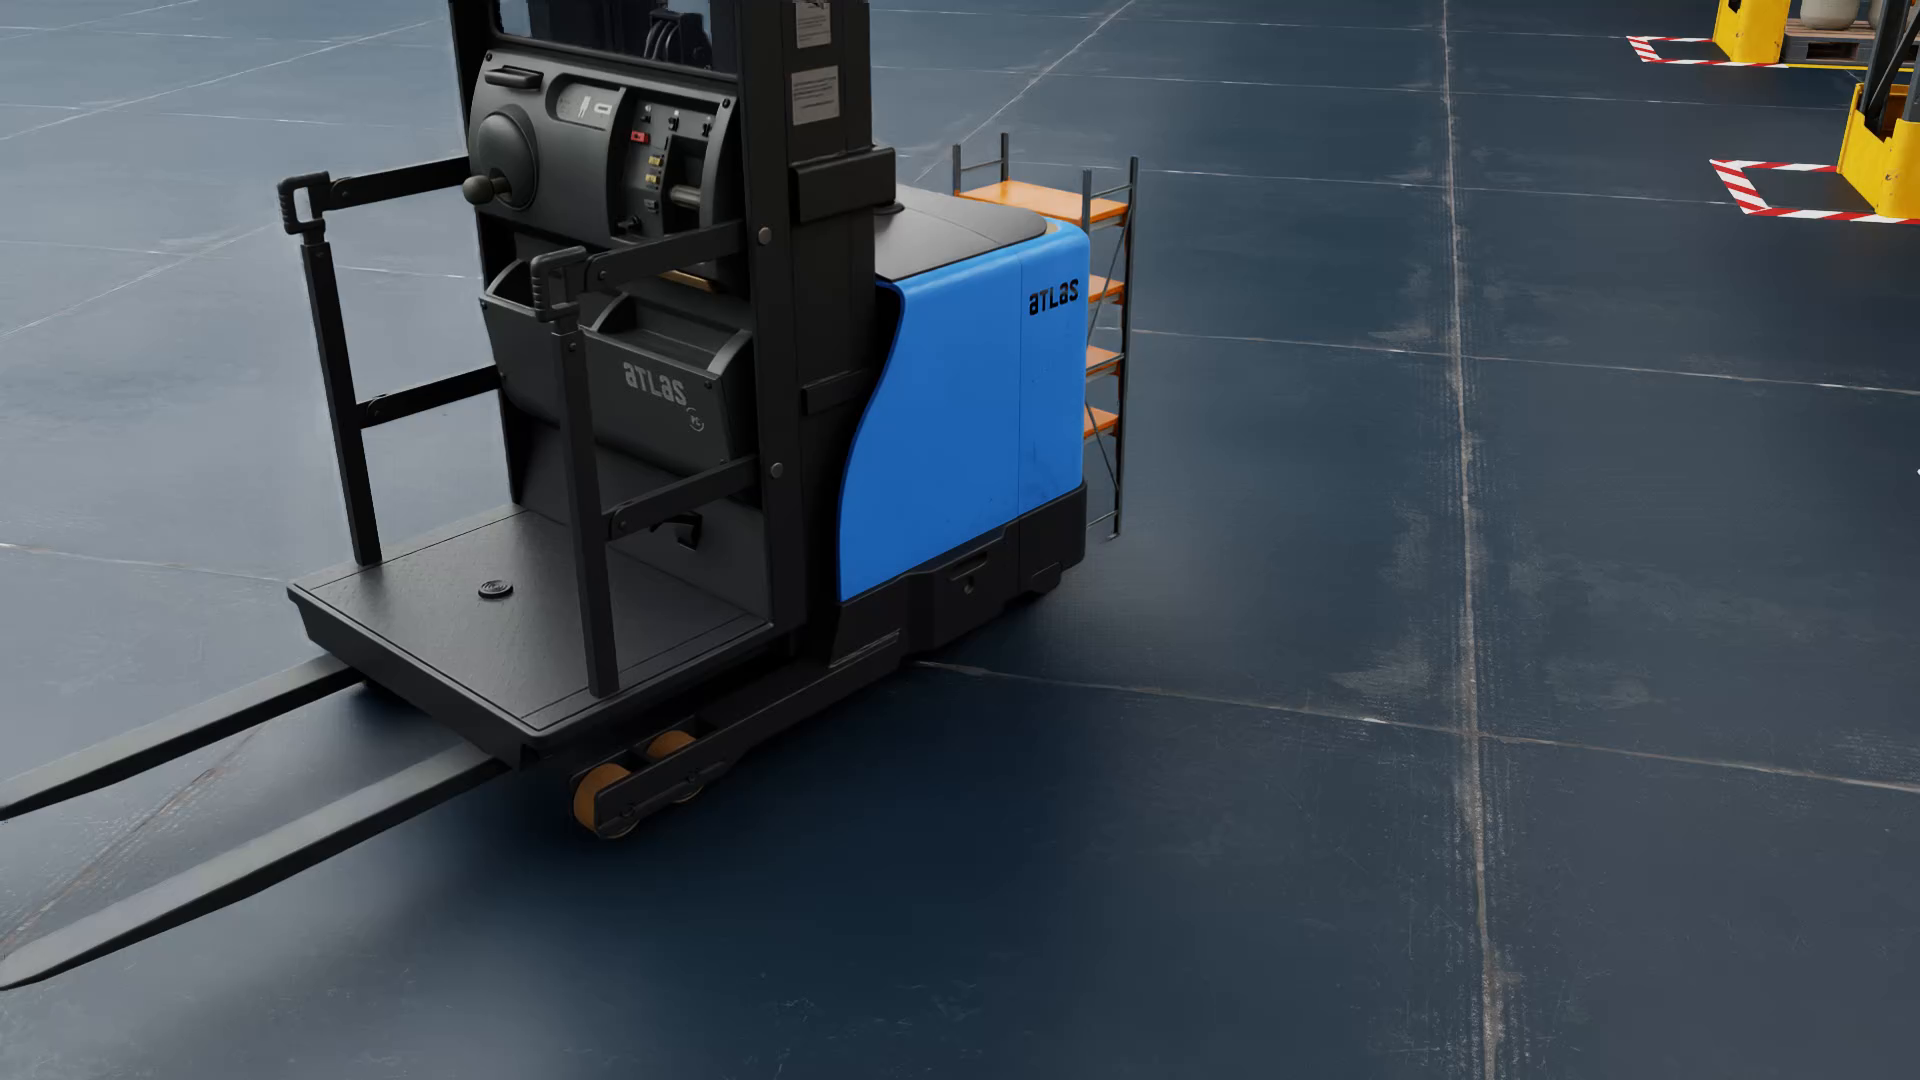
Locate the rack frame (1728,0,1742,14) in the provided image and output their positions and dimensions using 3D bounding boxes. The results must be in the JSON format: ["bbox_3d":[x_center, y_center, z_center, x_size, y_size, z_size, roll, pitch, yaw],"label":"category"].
[{"bbox_3d":[6.377,-5.369,13.037,0.127,3.000,1.000,6,26,13],"label":"rack frame"}]

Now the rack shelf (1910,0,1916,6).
[{"bbox_3d":[7.081,-2.768,8.411,4.000,0.370,1.077,6,26,13],"label":"rack shelf"}]

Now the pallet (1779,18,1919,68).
[{"bbox_3d":[7.248,-4.032,13.473,1.213,0.211,1.003,6,26,13],"label":"pallet"}]

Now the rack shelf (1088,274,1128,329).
[{"bbox_3d":[0.245,-0.733,5.030,0.480,0.148,0.258,21,33,37],"label":"rack shelf"}]

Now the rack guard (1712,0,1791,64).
[{"bbox_3d":[6.463,-4.252,13.598,0.348,0.500,1.175,6,26,13],"label":"rack guard"}]

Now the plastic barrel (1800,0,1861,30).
[{"bbox_3d":[7.034,-4.396,13.400,0.421,0.512,0.421,0,25,0],"label":"plastic barrel"}]

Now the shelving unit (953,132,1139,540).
[{"bbox_3d":[0.245,-0.592,5.097,0.503,1.200,0.258,21,33,37],"label":"shelving unit"}]

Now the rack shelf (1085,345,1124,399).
[{"bbox_3d":[0.245,-0.531,5.126,0.480,0.148,0.258,21,33,37],"label":"rack shelf"}]

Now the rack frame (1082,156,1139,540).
[{"bbox_3d":[0.426,-0.522,4.950,0.015,1.200,0.240,21,33,37],"label":"rack frame"}]

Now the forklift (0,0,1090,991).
[{"bbox_3d":[-0.983,-0.886,3.701,1.130,2.935,3.031,21,33,37],"label":"forklift"}]

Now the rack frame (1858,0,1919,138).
[{"bbox_3d":[5.144,-3.307,8.706,0.127,3.000,1.000,6,26,13],"label":"rack frame"}]

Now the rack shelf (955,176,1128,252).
[{"bbox_3d":[0.245,-0.947,4.928,0.480,0.148,0.258,21,33,37],"label":"rack shelf"}]

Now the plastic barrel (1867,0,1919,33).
[{"bbox_3d":[7.519,-4.343,13.288,0.421,0.512,0.421,0,25,0],"label":"plastic barrel"}]

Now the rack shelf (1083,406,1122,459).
[{"bbox_3d":[0.244,-0.352,5.211,0.480,0.148,0.258,21,33,37],"label":"rack shelf"}]

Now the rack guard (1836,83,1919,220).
[{"bbox_3d":[5.217,-2.170,9.226,0.348,0.500,1.175,6,26,13],"label":"rack guard"}]

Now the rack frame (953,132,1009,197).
[{"bbox_3d":[0.063,-0.662,5.244,0.015,1.200,0.240,21,33,37],"label":"rack frame"}]
